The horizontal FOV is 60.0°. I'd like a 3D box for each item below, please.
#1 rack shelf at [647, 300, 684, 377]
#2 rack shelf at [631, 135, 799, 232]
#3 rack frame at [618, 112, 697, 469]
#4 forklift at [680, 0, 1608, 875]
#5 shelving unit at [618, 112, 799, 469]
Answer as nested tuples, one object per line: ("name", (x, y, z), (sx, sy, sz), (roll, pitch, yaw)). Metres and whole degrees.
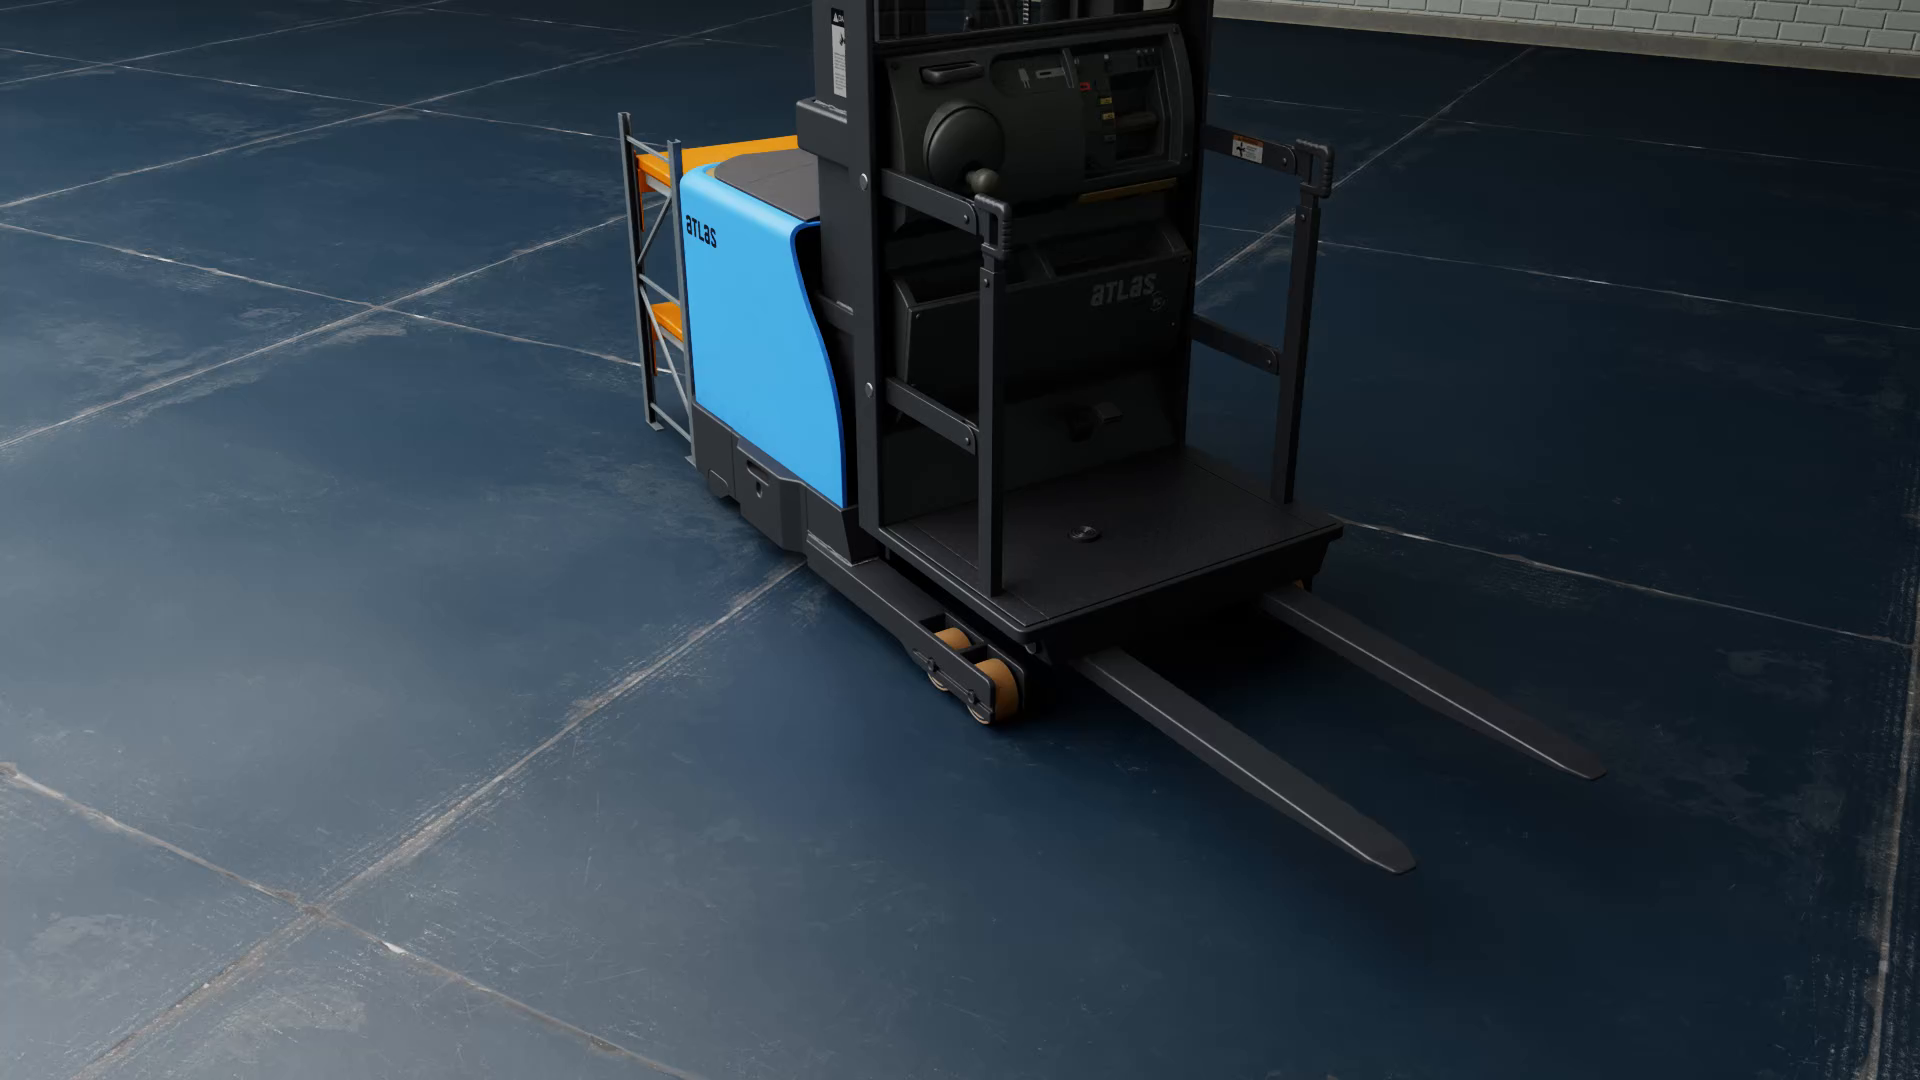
("rack shelf", (-0.578, -0.742, 6.021), (1.000, 0.278, 0.538), (-15, 30, -27))
("rack shelf", (-0.578, -1.222, 5.781), (1.000, 0.278, 0.538), (-15, 30, -27))
("rack frame", (-1.018, -0.846, 5.684), (0.032, 1.125, 0.500), (-15, 30, -27))
("forklift", (0.342, -1.078, 4.129), (1.130, 2.935, 3.031), (-16, 31, -29))
("shelving unit", (-0.578, -0.960, 5.912), (1.048, 1.125, 0.538), (-15, 30, -27))
